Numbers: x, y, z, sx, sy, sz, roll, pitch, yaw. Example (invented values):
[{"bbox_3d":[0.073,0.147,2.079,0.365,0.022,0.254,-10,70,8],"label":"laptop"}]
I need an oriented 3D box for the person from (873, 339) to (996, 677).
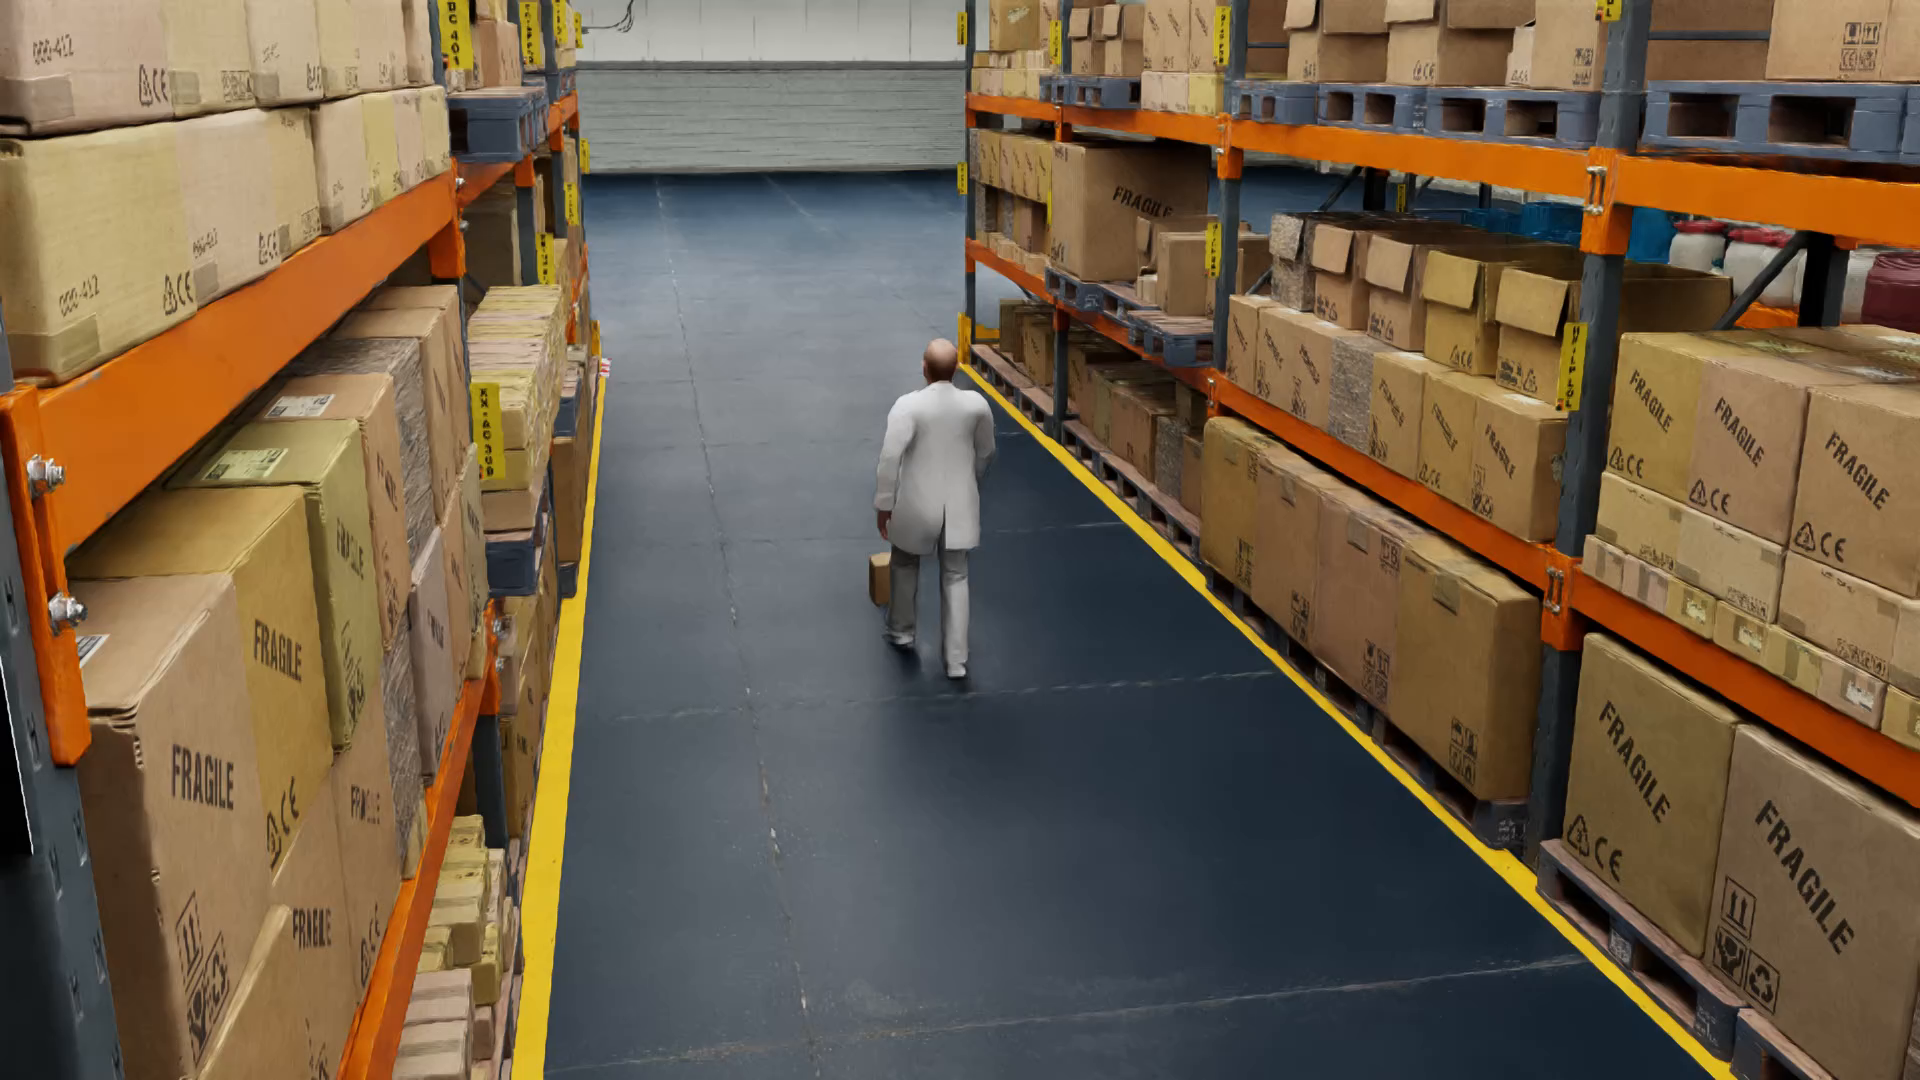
[{"bbox_3d":[-0.162,-0.210,8.851,0.680,1.775,0.860,-4,17,-13],"label":"person"}]
